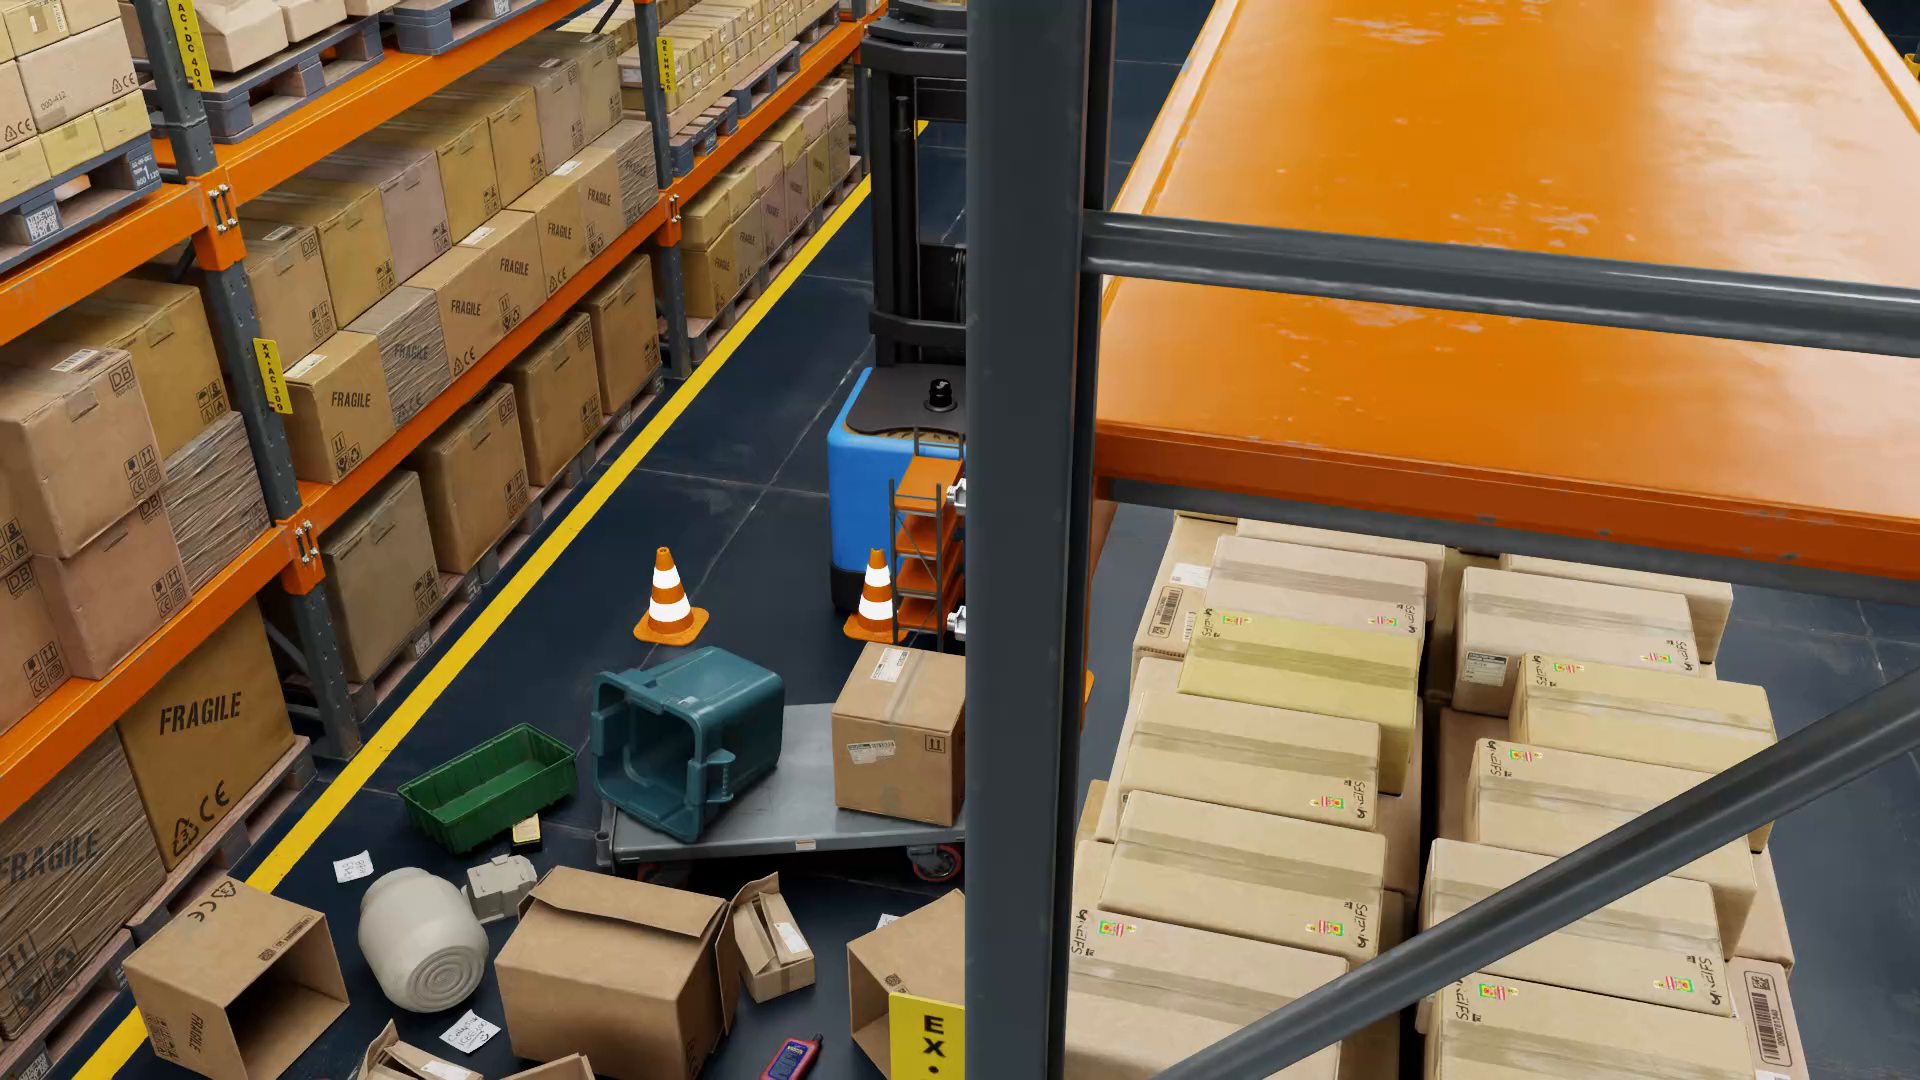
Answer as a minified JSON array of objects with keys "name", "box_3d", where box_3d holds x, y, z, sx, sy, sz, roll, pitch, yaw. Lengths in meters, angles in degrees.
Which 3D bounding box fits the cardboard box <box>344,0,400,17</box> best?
[{"name":"cardboard box","box_3d":[-2.689,-2.403,7.258,0.380,0.149,0.250,8,33,12]}]

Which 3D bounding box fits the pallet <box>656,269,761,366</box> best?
[{"name":"pallet","box_3d":[-2.081,-1.636,11.697,1.003,0.211,1.213,8,33,12]}]

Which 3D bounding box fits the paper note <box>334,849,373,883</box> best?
[{"name":"paper note","box_3d":[-2.591,1.393,7.100,0.147,0.020,0.142,-14,35,-21]}]

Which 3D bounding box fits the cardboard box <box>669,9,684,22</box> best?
[{"name":"cardboard box","box_3d":[-2.205,-3.727,11.952,0.380,0.149,0.250,7,33,11]}]

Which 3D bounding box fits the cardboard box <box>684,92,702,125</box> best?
[{"name":"cardboard box","box_3d":[-1.904,-2.823,10.807,0.380,0.149,0.250,10,34,15]}]

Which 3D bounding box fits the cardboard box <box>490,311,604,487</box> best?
[{"name":"cardboard box","box_3d":[-2.741,-0.878,9.610,1.050,0.750,0.750,9,33,13]}]

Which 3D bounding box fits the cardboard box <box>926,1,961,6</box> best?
[{"name":"cardboard box","box_3d":[-0.202,-5.201,16.417,0.380,0.149,0.250,7,33,11]}]

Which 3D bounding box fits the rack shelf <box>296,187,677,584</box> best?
[{"name":"rack shelf","box_3d":[-2.788,-1.067,8.872,1.077,0.370,4.000,8,33,12]}]

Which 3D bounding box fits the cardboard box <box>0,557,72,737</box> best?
[{"name":"cardboard box","box_3d":[-3.746,0.350,5.833,0.875,0.550,0.550,8,33,12]}]

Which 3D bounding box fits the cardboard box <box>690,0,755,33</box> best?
[{"name":"cardboard box","box_3d":[-1.644,-3.626,11.516,0.380,0.149,0.250,9,34,14]}]

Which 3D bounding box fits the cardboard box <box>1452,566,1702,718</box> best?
[{"name":"cardboard box","box_3d":[1.068,0.196,2.910,0.380,0.149,0.250,8,33,12]}]

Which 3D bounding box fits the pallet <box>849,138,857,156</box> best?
[{"name":"pallet","box_3d":[-1.129,-3.660,14.881,1.003,0.211,1.213,8,33,12]}]

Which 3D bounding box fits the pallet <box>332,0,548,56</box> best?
[{"name":"pallet","box_3d":[-2.674,-2.672,8.107,1.003,0.211,1.213,10,34,15]}]

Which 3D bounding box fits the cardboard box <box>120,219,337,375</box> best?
[{"name":"cardboard box","box_3d":[-3.175,-1.055,7.158,0.700,0.500,0.500,7,33,12]}]

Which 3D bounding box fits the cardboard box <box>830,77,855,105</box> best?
[{"name":"cardboard box","box_3d":[-0.978,-3.859,14.306,0.380,0.149,0.250,9,34,14]}]

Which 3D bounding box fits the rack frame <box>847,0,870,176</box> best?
[{"name":"rack frame","box_3d":[-1.266,-4.484,13.577,1.000,3.000,0.127,8,33,12]}]

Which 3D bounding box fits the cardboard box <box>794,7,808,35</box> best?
[{"name":"cardboard box","box_3d":[-1.369,-3.928,12.545,0.380,0.149,0.250,6,33,10]}]

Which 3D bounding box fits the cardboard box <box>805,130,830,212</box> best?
[{"name":"cardboard box","box_3d":[-1.340,-2.921,13.058,0.500,0.500,0.500,7,33,11]}]

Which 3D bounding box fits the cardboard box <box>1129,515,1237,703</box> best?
[{"name":"cardboard box","box_3d":[0.628,0.204,3.270,0.500,0.250,0.500,9,34,14]}]

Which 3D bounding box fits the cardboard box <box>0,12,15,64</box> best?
[{"name":"cardboard box","box_3d":[-3.209,-1.553,5.178,0.380,0.149,0.250,8,33,12]}]

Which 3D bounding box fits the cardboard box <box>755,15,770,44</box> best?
[{"name":"cardboard box","box_3d":[-1.574,-3.637,11.811,0.380,0.149,0.250,9,34,14]}]

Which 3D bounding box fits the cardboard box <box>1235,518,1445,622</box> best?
[{"name":"cardboard box","box_3d":[0.728,0.007,3.208,0.380,0.149,0.250,7,33,11]}]

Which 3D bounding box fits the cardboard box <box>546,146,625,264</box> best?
[{"name":"cardboard box","box_3d":[-2.263,-1.921,9.453,0.500,0.500,0.500,8,33,12]}]

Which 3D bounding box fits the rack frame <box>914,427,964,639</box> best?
[{"name":"rack frame","box_3d":[-0.102,-0.014,8.223,0.240,1.200,0.015,7,33,10]}]

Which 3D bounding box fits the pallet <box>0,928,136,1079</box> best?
[{"name":"pallet","box_3d":[-3.872,1.864,6.192,1.003,0.211,1.213,8,33,12]}]

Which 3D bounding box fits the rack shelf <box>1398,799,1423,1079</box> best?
[{"name":"rack shelf","box_3d":[1.010,0.365,3.825,1.077,0.370,4.000,8,33,12]}]

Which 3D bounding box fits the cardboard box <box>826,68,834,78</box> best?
[{"name":"cardboard box","box_3d":[-1.344,-4.197,14.837,0.380,0.149,0.250,8,33,12]}]

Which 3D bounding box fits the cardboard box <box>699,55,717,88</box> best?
[{"name":"cardboard box","box_3d":[-1.832,-3.108,10.978,0.380,0.149,0.250,7,33,11]}]

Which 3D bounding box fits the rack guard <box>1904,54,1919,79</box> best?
[{"name":"rack guard","box_3d":[9.346,-4.170,15.413,1.175,0.500,0.348,8,33,12]}]

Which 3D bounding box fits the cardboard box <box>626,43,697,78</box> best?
[{"name":"cardboard box","box_3d":[-1.910,-3.083,10.662,0.380,0.149,0.250,7,33,11]}]

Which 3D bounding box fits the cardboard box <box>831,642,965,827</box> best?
[{"name":"cardboard box","box_3d":[-0.212,0.798,6.893,0.500,0.500,0.500,8,33,12]}]

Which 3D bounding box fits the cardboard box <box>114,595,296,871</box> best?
[{"name":"cardboard box","box_3d":[-3.523,0.704,7.005,0.875,0.875,0.875,9,33,13]}]

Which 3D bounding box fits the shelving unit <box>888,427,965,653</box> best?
[{"name":"shelving unit","box_3d":[-0.153,0.114,8.022,0.258,1.200,0.503,7,33,10]}]

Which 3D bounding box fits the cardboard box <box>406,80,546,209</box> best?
[{"name":"cardboard box","box_3d":[-2.659,-2.111,8.820,0.700,0.500,0.500,8,33,12]}]

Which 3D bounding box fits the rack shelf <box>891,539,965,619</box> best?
[{"name":"rack shelf","box_3d":[-0.153,0.171,8.058,0.258,0.148,0.480,7,33,10]}]

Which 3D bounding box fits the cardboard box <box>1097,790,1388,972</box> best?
[{"name":"cardboard box","box_3d":[0.406,0.524,2.394,0.380,0.149,0.250,9,33,13]}]

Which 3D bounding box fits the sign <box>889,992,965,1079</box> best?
[{"name":"sign","box_3d":[-0.029,0.639,1.897,0.100,0.325,0.005,8,33,12]}]

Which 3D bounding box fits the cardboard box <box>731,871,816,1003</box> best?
[{"name":"cardboard box","box_3d":[-0.765,1.574,6.597,0.258,0.266,0.396,-14,35,-21]}]

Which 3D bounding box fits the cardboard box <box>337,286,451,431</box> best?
[{"name":"cardboard box","box_3d":[-2.775,-0.873,7.804,0.500,0.500,0.500,8,33,13]}]

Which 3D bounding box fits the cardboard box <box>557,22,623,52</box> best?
[{"name":"cardboard box","box_3d":[-2.467,-3.313,11.023,0.380,0.149,0.250,9,34,14]}]

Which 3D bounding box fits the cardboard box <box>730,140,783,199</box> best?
[{"name":"cardboard box","box_3d":[-1.605,-2.690,11.995,0.500,0.250,0.500,8,33,13]}]

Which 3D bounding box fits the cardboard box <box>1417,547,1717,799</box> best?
[{"name":"cardboard box","box_3d":[1.132,0.281,3.149,0.500,0.250,0.500,9,34,14]}]

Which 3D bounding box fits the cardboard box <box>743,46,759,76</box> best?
[{"name":"cardboard box","box_3d":[-1.637,-3.372,11.671,0.380,0.149,0.250,8,33,13]}]

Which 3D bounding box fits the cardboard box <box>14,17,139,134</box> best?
[{"name":"cardboard box","box_3d":[-3.172,-1.589,5.606,0.500,0.250,0.500,8,33,12]}]

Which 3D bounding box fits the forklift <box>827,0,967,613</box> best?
[{"name":"forklift","box_3d":[0.125,-1.568,9.054,1.130,2.935,3.031,6,33,10]}]

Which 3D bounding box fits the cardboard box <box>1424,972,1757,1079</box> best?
[{"name":"cardboard box","box_3d":[0.790,0.712,2.099,0.380,0.149,0.250,8,33,12]}]

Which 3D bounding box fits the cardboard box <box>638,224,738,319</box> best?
[{"name":"cardboard box","box_3d":[-1.855,-1.863,11.392,0.500,0.500,0.500,7,33,10]}]

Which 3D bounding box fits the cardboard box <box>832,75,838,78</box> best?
[{"name":"cardboard box","box_3d":[-1.227,-4.190,15.104,0.380,0.149,0.250,8,33,13]}]

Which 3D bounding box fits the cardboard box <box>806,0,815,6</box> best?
[{"name":"cardboard box","box_3d":[-1.307,-4.182,12.667,0.380,0.149,0.250,9,34,14]}]

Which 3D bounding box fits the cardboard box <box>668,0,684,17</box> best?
[{"name":"cardboard box","box_3d":[-2.203,-3.853,11.872,0.380,0.149,0.250,9,34,14]}]
